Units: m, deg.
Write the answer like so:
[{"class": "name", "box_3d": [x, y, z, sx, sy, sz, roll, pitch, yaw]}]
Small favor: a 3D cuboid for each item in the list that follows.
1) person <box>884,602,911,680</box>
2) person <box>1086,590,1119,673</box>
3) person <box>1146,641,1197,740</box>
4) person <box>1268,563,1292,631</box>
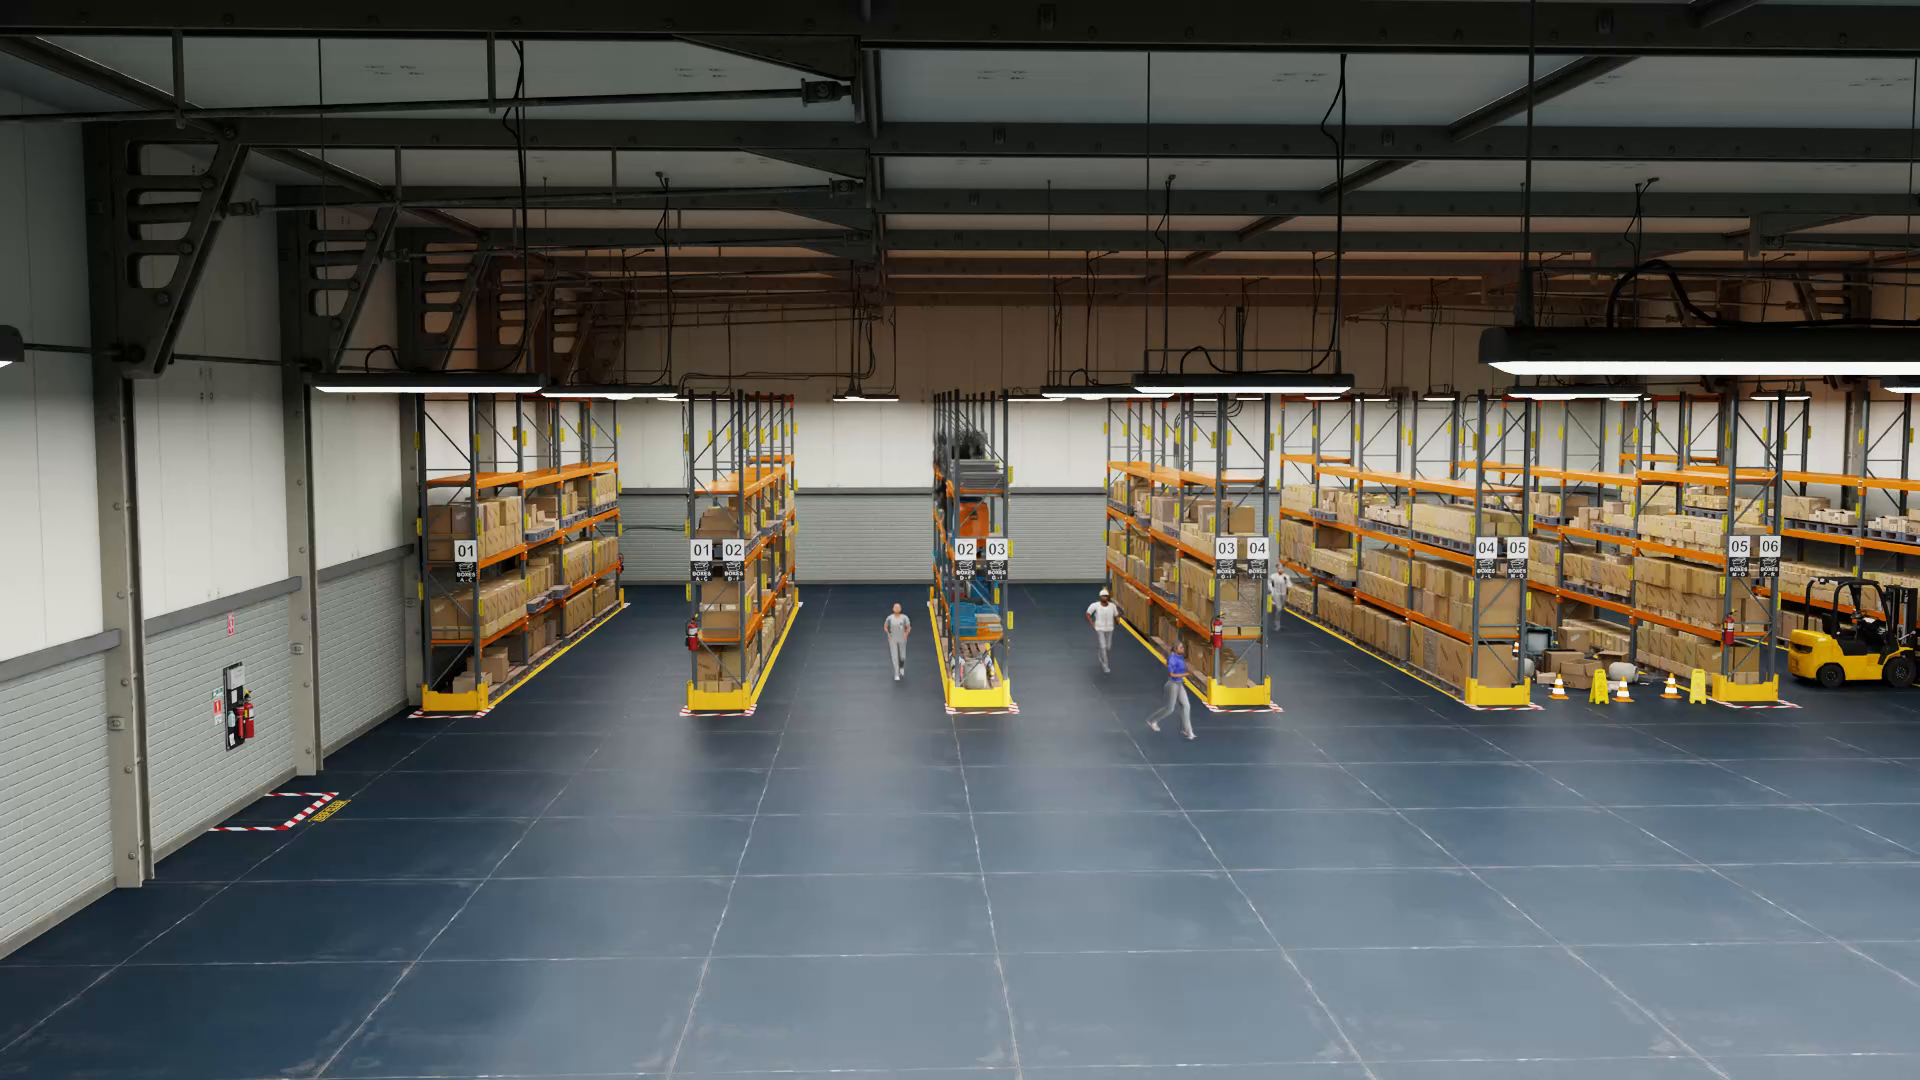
[{"class": "person", "box_3d": [-1.307, 2.095, 34.533, 0.561, 1.620, 0.588, 0, 5, -2]}, {"class": "person", "box_3d": [3.085, 1.942, 35.782, 0.700, 1.762, 0.881, -1, 5, -13]}, {"class": "person", "box_3d": [3.647, 2.580, 28.593, 0.910, 1.706, 0.580, 3, 5, 28]}, {"class": "person", "box_3d": [8.147, 1.451, 42.261, 0.578, 1.757, 0.732, 0, 5, -4]}]
